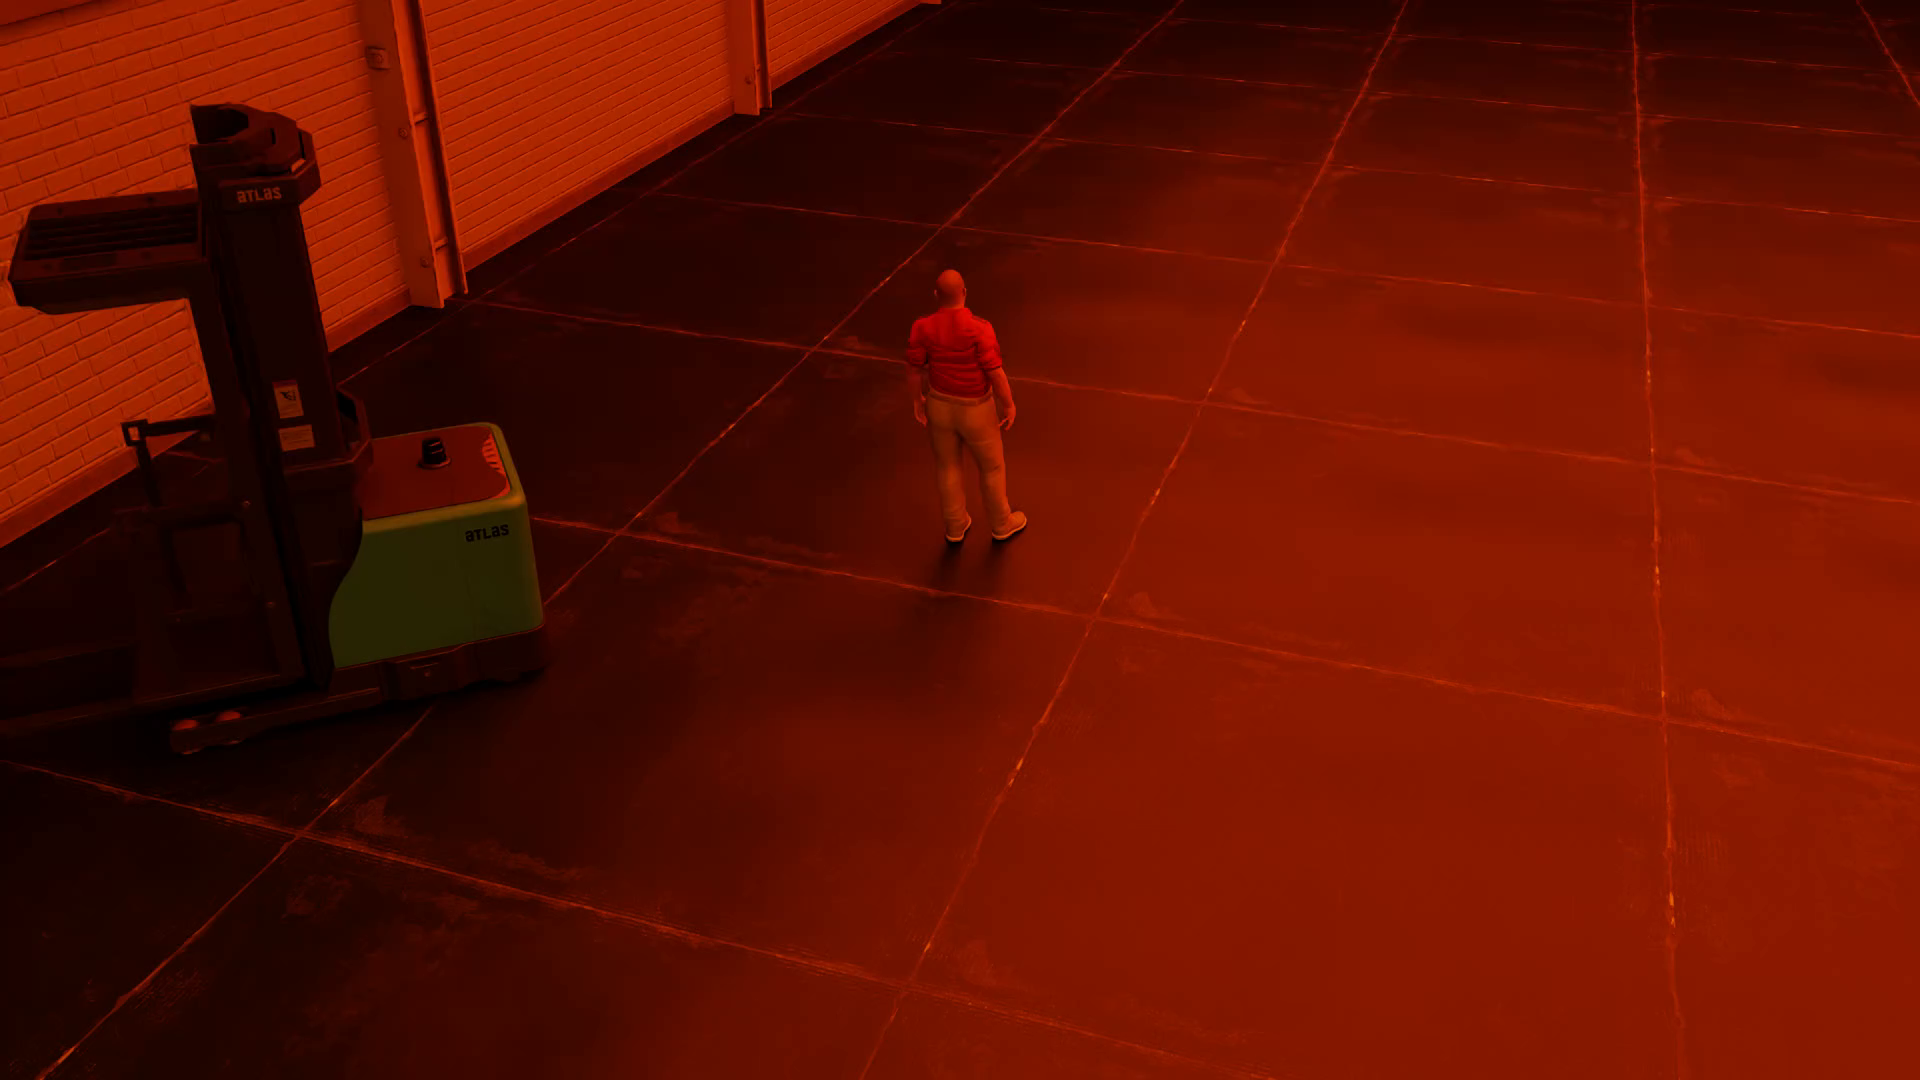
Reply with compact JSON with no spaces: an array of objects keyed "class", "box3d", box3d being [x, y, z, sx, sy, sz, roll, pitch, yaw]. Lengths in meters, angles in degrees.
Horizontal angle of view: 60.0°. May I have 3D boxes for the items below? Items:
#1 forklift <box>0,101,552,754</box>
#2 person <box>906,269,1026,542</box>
[{"class":"forklift","box3d":[-3.741,-0.510,8.032,3.031,2.935,1.130,-11,32,-19]},{"class":"person","box3d":[0.040,-0.797,9.735,0.640,1.727,0.551,10,31,16]}]
